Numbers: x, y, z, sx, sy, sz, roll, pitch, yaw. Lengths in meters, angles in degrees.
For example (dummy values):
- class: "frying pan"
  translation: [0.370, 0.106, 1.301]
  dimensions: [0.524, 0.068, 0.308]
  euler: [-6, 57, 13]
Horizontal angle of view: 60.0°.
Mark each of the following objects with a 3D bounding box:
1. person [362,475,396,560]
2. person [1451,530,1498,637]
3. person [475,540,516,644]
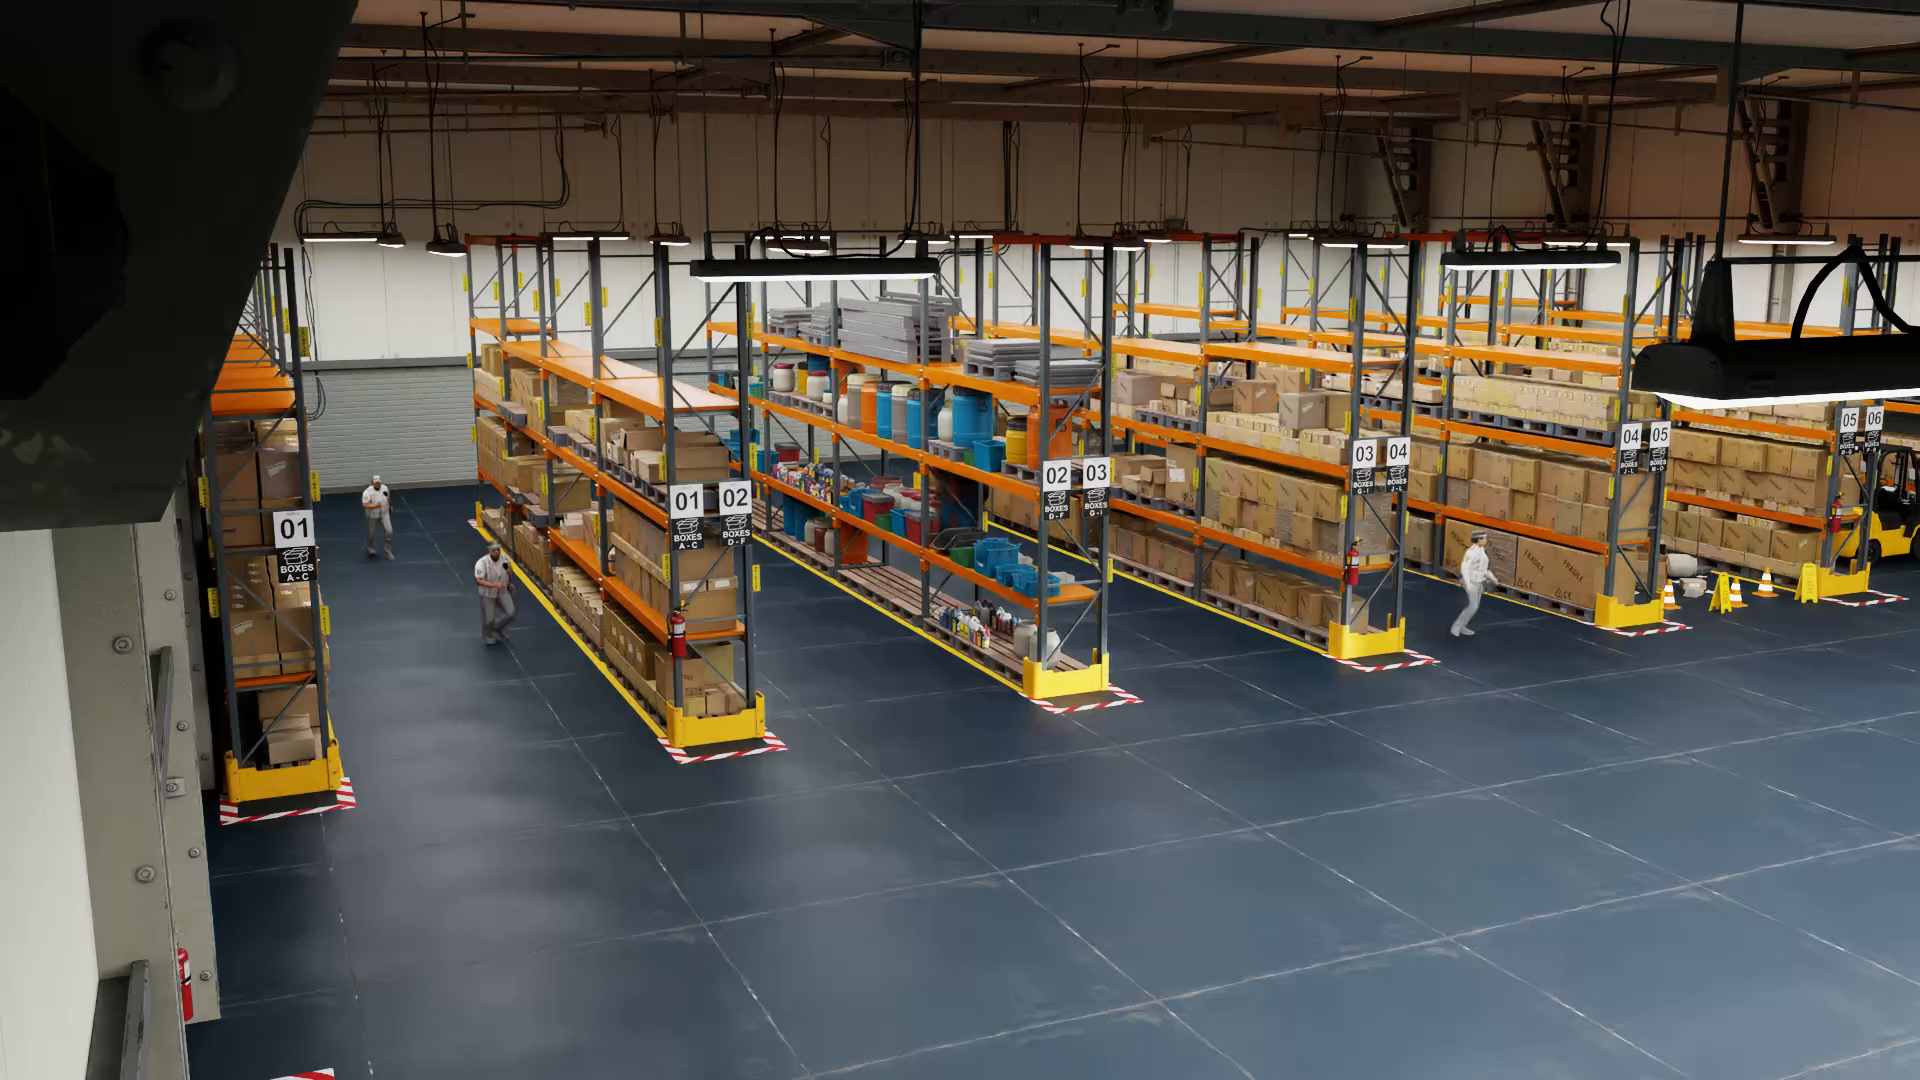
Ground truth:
- class: "person"
  translation: [-10.926, -0.437, 31.204]
  dimensions: [0.617, 1.637, 0.940]
  euler: [-8, 14, -36]
- class: "person"
  translation: [7.876, 0.663, 25.416]
  dimensions: [0.554, 1.645, 0.714]
  euler: [7, 13, 33]
- class: "person"
  translation: [-6.904, 0.774, 24.754]
  dimensions: [0.680, 1.654, 0.856]
  euler: [-9, 14, -38]
